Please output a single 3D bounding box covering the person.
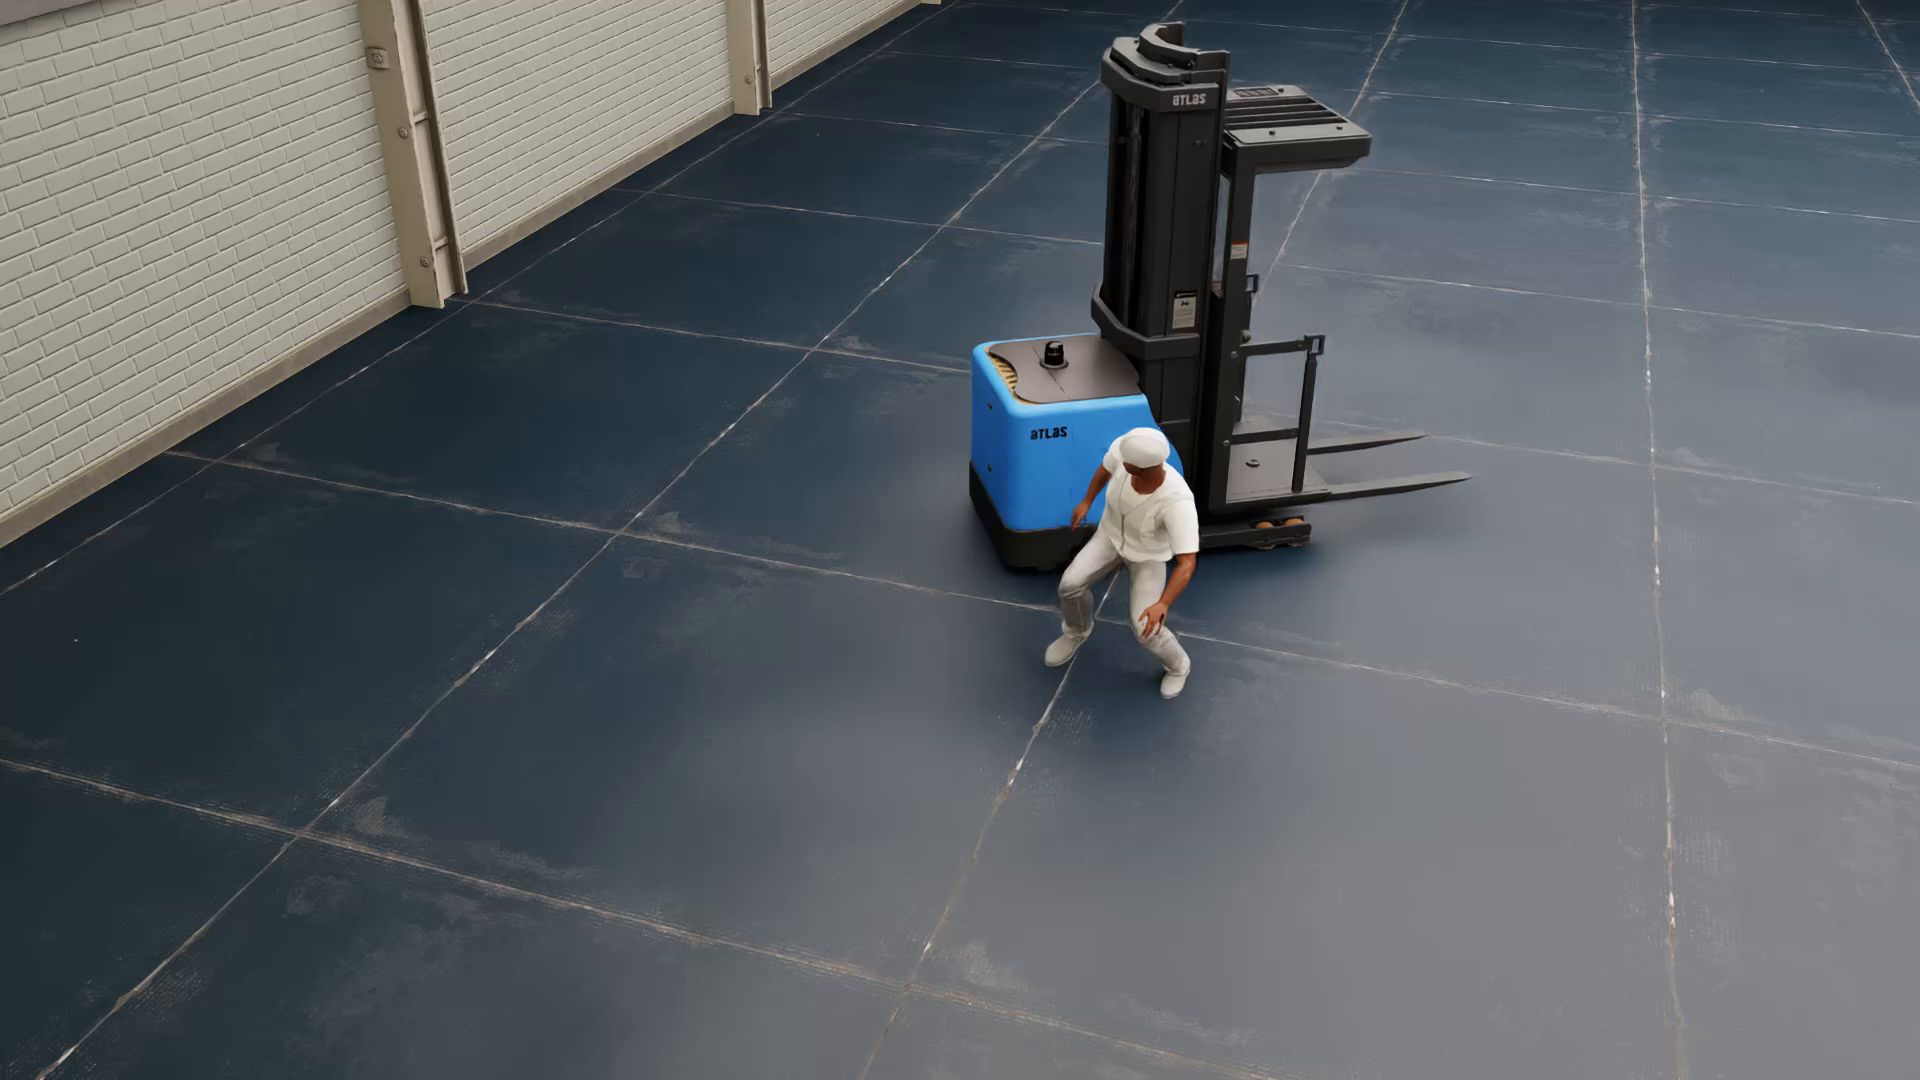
[{"bbox_3d":[0.829,0.072,8.491,0.841,1.521,0.693,19,35,30],"label":"person"}]

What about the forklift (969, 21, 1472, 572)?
[{"bbox_3d":[1.632,-1.461,9.700,3.031,2.935,1.130,-7,30,-11],"label":"forklift"}]
